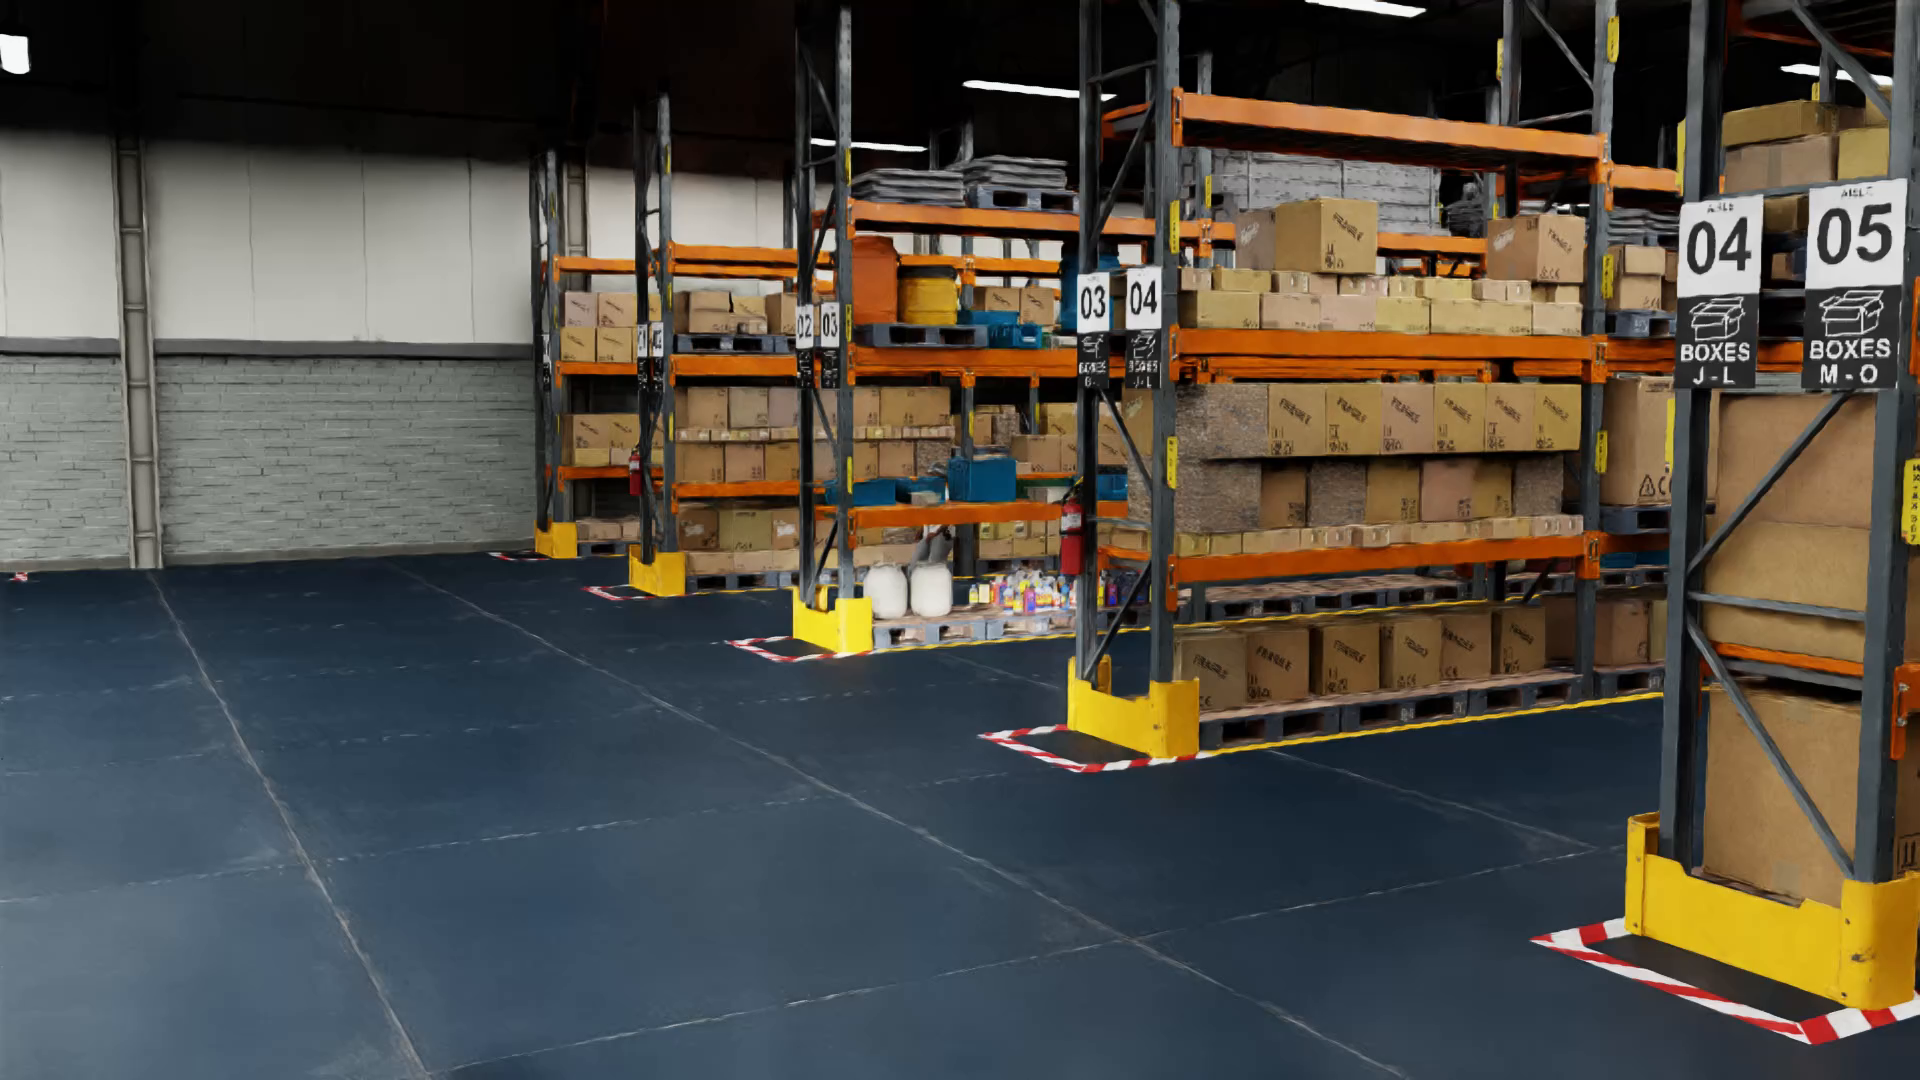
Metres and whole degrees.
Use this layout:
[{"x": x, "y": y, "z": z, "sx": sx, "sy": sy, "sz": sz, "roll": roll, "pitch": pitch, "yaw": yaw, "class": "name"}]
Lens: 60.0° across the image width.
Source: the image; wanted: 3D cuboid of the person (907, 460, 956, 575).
[{"x": -0.278, "y": -0.012, "z": 17.680, "sx": 0.466, "sy": 1.670, "sz": 0.626, "roll": -4, "pitch": 6, "yaw": -34, "class": "person"}]
